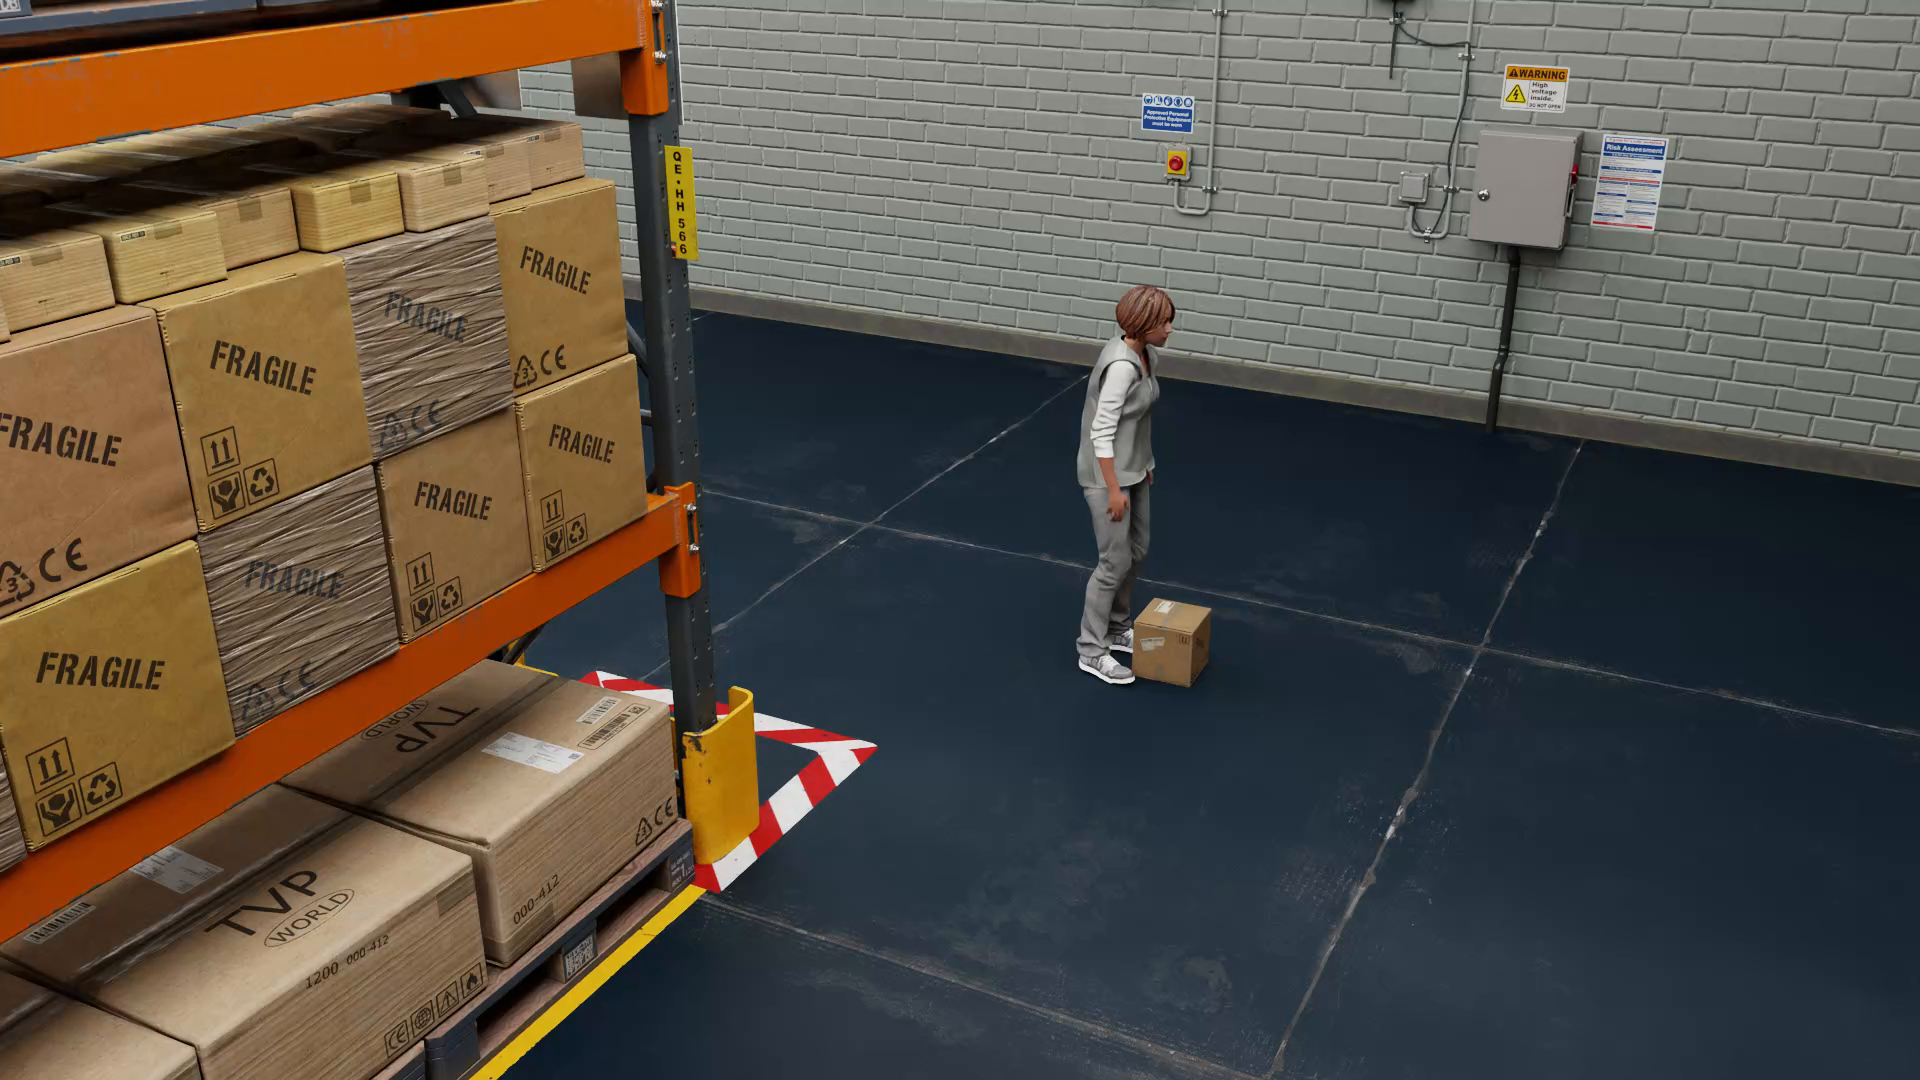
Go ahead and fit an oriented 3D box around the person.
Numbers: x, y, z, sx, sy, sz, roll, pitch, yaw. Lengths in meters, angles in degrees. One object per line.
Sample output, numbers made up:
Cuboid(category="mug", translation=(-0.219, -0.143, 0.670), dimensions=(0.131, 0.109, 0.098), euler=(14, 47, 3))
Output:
Cuboid(category="person", translation=(0.649, -0.240, 6.672), dimensions=(0.341, 1.594, 0.485), euler=(10, 25, 22))
